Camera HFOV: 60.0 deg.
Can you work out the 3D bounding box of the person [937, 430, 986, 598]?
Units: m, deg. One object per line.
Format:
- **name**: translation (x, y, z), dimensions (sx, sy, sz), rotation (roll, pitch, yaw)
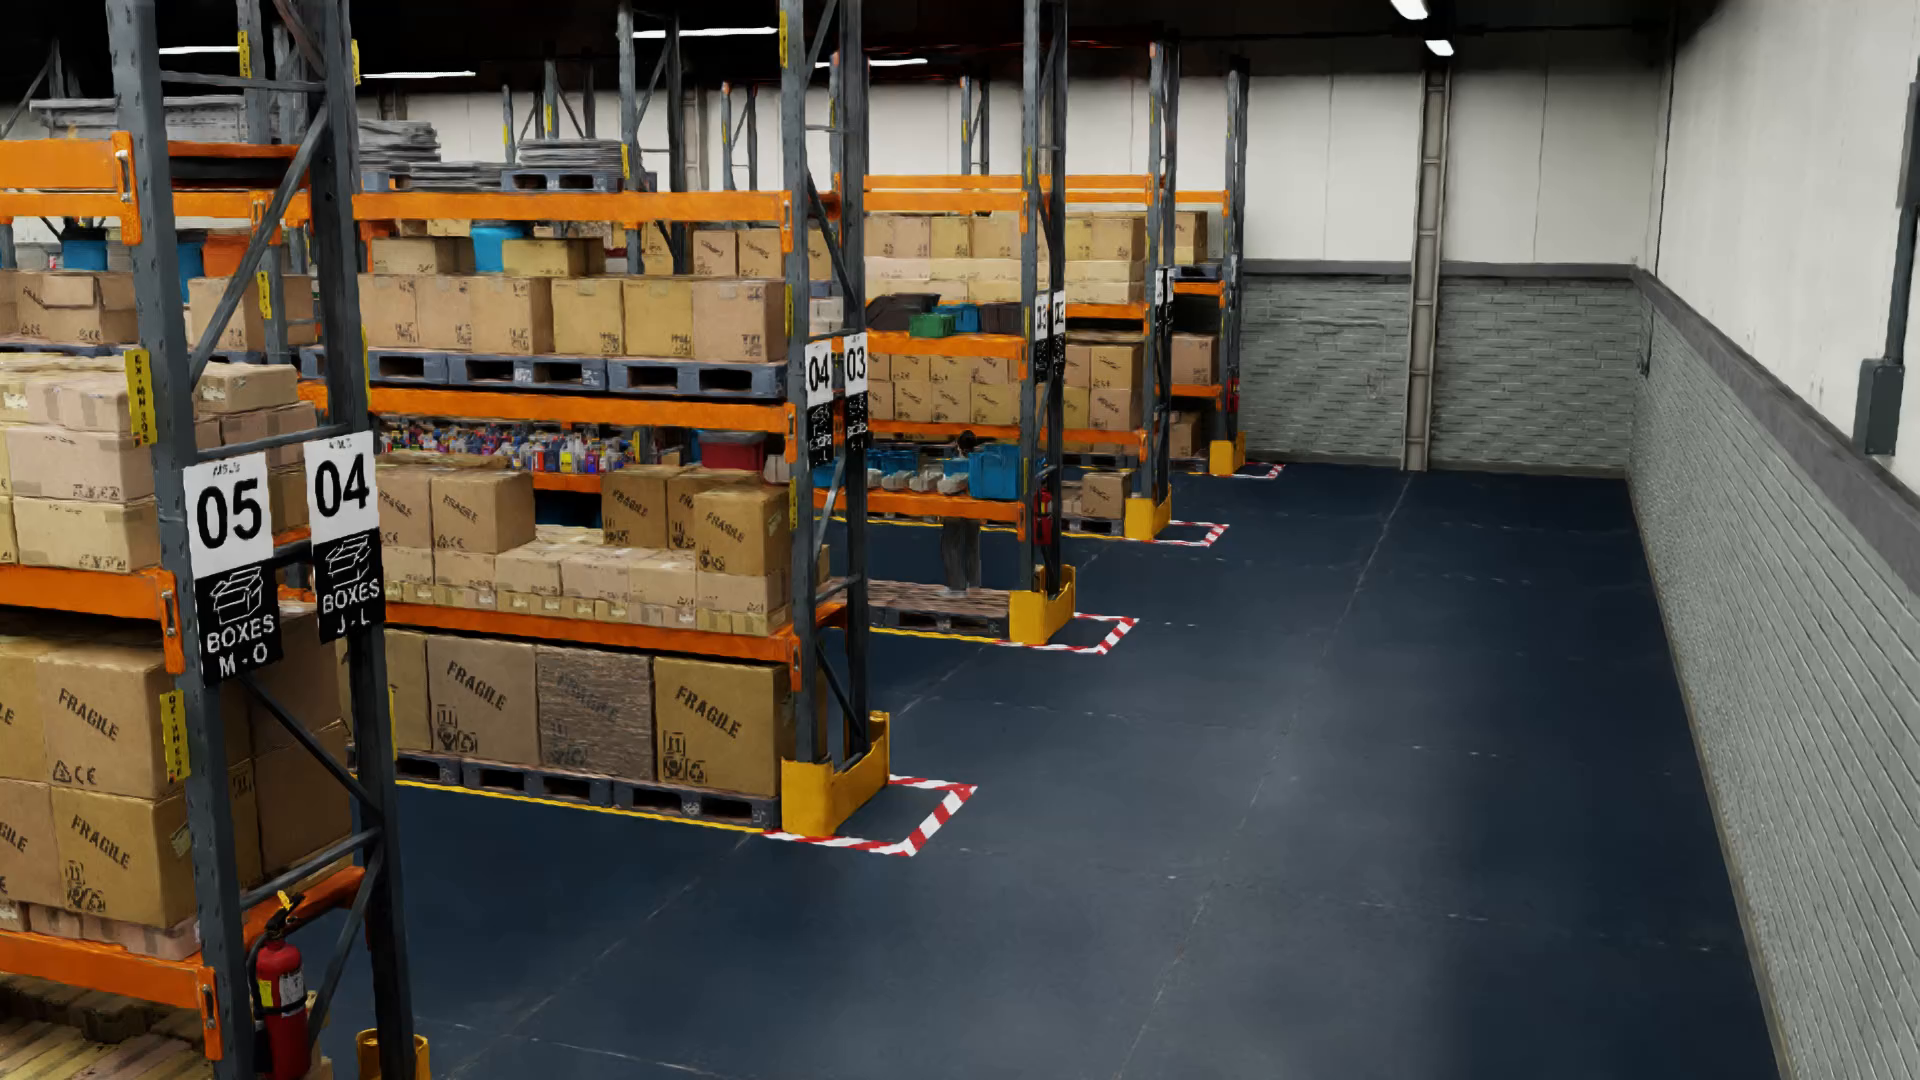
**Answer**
- **person**: translation (0.005, -0.260, 16.409), dimensions (0.617, 1.665, 0.560), rotation (-7, 14, -30)
